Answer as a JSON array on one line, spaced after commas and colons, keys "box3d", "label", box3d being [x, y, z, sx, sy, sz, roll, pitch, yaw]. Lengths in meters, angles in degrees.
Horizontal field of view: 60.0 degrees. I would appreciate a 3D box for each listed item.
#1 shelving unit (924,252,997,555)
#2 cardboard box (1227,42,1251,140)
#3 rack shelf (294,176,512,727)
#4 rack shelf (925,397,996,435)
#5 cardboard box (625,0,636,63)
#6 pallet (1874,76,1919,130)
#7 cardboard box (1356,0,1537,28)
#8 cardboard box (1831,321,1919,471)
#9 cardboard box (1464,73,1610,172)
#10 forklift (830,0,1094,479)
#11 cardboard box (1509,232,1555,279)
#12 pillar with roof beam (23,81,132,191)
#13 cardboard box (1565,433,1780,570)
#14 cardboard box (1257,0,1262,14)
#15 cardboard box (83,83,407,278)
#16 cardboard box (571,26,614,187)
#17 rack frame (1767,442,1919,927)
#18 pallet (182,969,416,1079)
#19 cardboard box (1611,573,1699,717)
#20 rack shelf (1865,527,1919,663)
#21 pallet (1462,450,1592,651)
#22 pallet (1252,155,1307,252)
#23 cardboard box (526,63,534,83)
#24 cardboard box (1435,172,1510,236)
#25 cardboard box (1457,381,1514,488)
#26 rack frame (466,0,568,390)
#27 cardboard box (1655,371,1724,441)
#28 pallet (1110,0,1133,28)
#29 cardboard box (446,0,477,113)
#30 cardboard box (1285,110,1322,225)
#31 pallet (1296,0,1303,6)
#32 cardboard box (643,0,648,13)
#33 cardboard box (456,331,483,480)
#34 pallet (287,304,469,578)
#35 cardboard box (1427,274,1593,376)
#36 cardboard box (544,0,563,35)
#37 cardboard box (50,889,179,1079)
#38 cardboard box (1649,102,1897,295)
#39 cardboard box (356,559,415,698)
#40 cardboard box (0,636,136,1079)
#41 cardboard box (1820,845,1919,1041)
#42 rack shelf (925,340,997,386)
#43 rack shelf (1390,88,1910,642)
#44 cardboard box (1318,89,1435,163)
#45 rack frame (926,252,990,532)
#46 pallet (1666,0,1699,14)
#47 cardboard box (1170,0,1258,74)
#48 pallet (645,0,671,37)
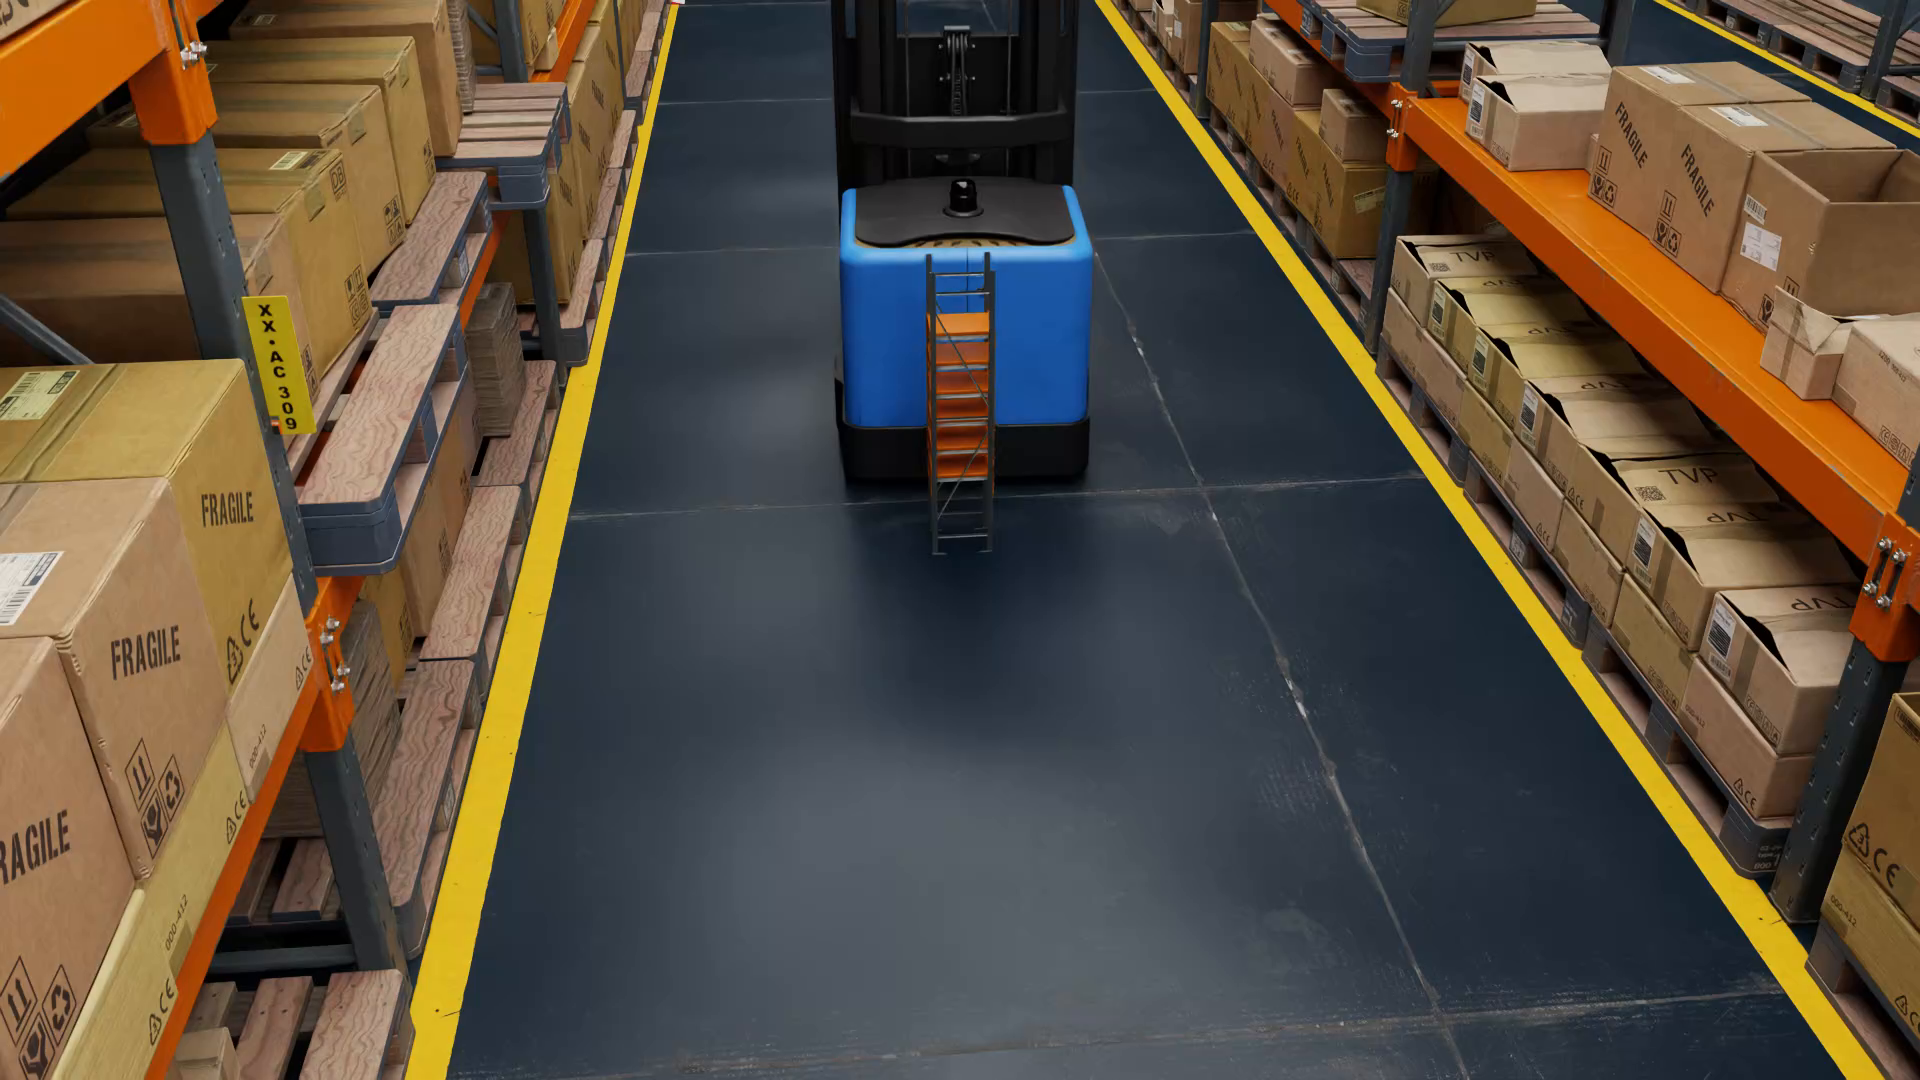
[{"box3d": [0.001, -0.508, 6.430, 0.258, 1.200, 0.189, -3, 31, -5], "label": "shelving unit"}, {"box3d": [2.028, -2.884, 10.661, 0.500, 0.500, 0.500, -2, 31, -4], "label": "cardboard box"}, {"box3d": [-2.206, -0.687, 5.677, 1.077, 0.370, 4.000, -3, 31, -5], "label": "rack shelf"}, {"box3d": [0.001, -0.470, 6.453, 0.258, 0.103, 0.180, -3, 31, -5], "label": "rack shelf"}, {"box3d": [-2.778, -3.810, 12.231, 0.700, 0.500, 0.500, -3, 31, -5], "label": "cardboard box"}, {"box3d": [7.128, -2.941, 11.467, 1.003, 0.211, 1.213, -3, 31, -5], "label": "pallet"}, {"box3d": [2.368, -2.796, 7.998, 0.700, 0.500, 0.500, -13, 33, -21], "label": "cardboard box"}, {"box3d": [2.823, -0.399, 4.639, 0.500, 0.250, 0.500, -1, 31, -1], "label": "cardboard box"}, {"box3d": [2.429, -1.752, 6.845, 0.500, 0.311, 0.500, -3, 31, -5], "label": "cardboard box"}, {"box3d": [-0.034, -2.240, 7.642, 1.130, 2.935, 3.031, -1, 31, -2], "label": "forklift"}, {"box3d": [2.833, -1.241, 7.628, 0.500, 0.311, 0.500, -2, 31, -3], "label": "cardboard box"}, {"box3d": [1.153, -4.094, 4.828, 9.100, 9.000, 0.400, -3, 31, -5], "label": "pillar with roof beam"}, {"box3d": [2.490, -0.168, 5.831, 0.500, 0.311, 0.500, -3, 31, -5], "label": "cardboard box"}, {"box3d": [1.984, -4.374, 13.154, 0.797, 0.503, 0.637, -3, 31, -5], "label": "cardboard box"}, {"box3d": [-2.171, -1.088, 5.120, 0.700, 0.500, 0.500, 1, 31, 2], "label": "cardboard box"}, {"box3d": [-2.491, -2.537, 9.759, 0.750, 0.750, 0.750, -2, 31, -3], "label": "cardboard box"}, {"box3d": [2.912, -0.214, 4.183, 1.000, 3.000, 0.127, -3, 31, -5], "label": "rack frame"}, {"box3d": [-1.921, 1.564, 3.926, 1.003, 0.211, 1.213, -3, 31, -5], "label": "pallet"}, {"box3d": [2.540, 0.330, 5.544, 0.500, 0.250, 0.500, -3, 31, -5], "label": "cardboard box"}, {"box3d": [3.099, 1.116, 2.658, 1.077, 0.370, 4.000, -3, 31, -5], "label": "rack shelf"}, {"box3d": [2.688, -0.015, 6.570, 1.003, 0.211, 1.213, -3, 31, -5], "label": "pallet"}, {"box3d": [2.396, -2.063, 9.999, 1.003, 0.211, 1.213, -3, 31, -5], "label": "pallet"}, {"box3d": [-2.208, -2.226, 7.777, 0.380, 0.149, 0.250, -2, 31, -4], "label": "cardboard box"}, {"box3d": [2.781, -1.618, 8.542, 0.500, 0.500, 0.500, -1, 31, -2], "label": "cardboard box"}, {"box3d": [2.398, -0.453, 6.855, 0.500, 0.250, 0.500, -4, 31, -6], "label": "cardboard box"}, {"box3d": [-2.393, -2.017, 7.202, 1.000, 3.000, 0.127, -3, 31, -5], "label": "rack frame"}, {"box3d": [2.977, -0.462, 6.324, 0.500, 0.311, 0.500, -2, 31, -3], "label": "cardboard box"}, {"box3d": [1.874, -4.698, 14.409, 1.003, 0.211, 1.213, -3, 31, -5], "label": "pallet"}, {"box3d": [-2.339, -2.009, 6.662, 0.700, 0.500, 0.500, -6, 31, -10], "label": "cardboard box"}, {"box3d": [2.170, -2.102, 9.353, 0.500, 0.500, 0.500, -4, 31, -6], "label": "cardboard box"}, {"box3d": [2.352, -3.166, 9.313, 1.003, 0.211, 1.213, -3, 31, -5], "label": "pallet"}, {"box3d": [-2.929, -4.600, 13.555, 0.700, 0.500, 0.500, -3, 31, -5], "label": "cardboard box"}, {"box3d": [-2.341, -0.499, 6.669, 0.700, 0.500, 0.500, -3, 31, -5], "label": "cardboard box"}, {"box3d": [-1.946, -0.290, 4.497, 1.003, 0.211, 1.213, -3, 31, -5], "label": "pallet"}, {"box3d": [2.353, -0.948, 7.136, 0.500, 0.311, 0.500, -3, 31, -6], "label": "cardboard box"}, {"box3d": [-2.223, -2.724, 7.979, 0.500, 0.500, 0.500, -2, 31, -3], "label": "cardboard box"}, {"box3d": [-1.573, 0.819, 2.580, 0.500, 0.250, 0.500, -3, 31, -5], "label": "cardboard box"}, {"box3d": [2.761, -1.174, 5.694, 0.500, 0.500, 0.500, -3, 31, -5], "label": "cardboard box"}, {"box3d": [-2.203, 0.273, 5.376, 0.700, 0.500, 0.500, -3, 31, -6], "label": "cardboard box"}, {"box3d": [-1.578, 0.498, 2.387, 0.500, 0.500, 0.500, -4, 31, -6], "label": "cardboard box"}, {"box3d": [2.654, 1.037, 4.360, 0.500, 0.250, 0.500, -3, 31, -5], "label": "cardboard box"}, {"box3d": [0.001, -0.676, 6.330, 0.258, 0.103, 0.180, -3, 31, -5], "label": "rack shelf"}, {"box3d": [2.726, -0.926, 6.077, 1.077, 0.370, 4.000, -3, 31, -5], "label": "rack shelf"}, {"box3d": [2.208, -2.189, 8.766, 0.500, 0.250, 0.500, -2, 31, -3], "label": "cardboard box"}, {"box3d": [-0.007, -0.554, 6.508, 0.240, 1.200, 0.006, -3, 31, -5], "label": "rack frame"}, {"box3d": [6.762, -4.956, 14.841, 1.003, 0.211, 1.213, -3, 31, -5], "label": "pallet"}, {"box3d": [1.829, -3.691, 12.014, 0.500, 0.500, 0.500, -3, 31, -5], "label": "cardboard box"}, {"box3d": [-2.988, -4.500, 14.078, 1.003, 0.211, 1.213, -3, 31, -5], "label": "pallet"}]
